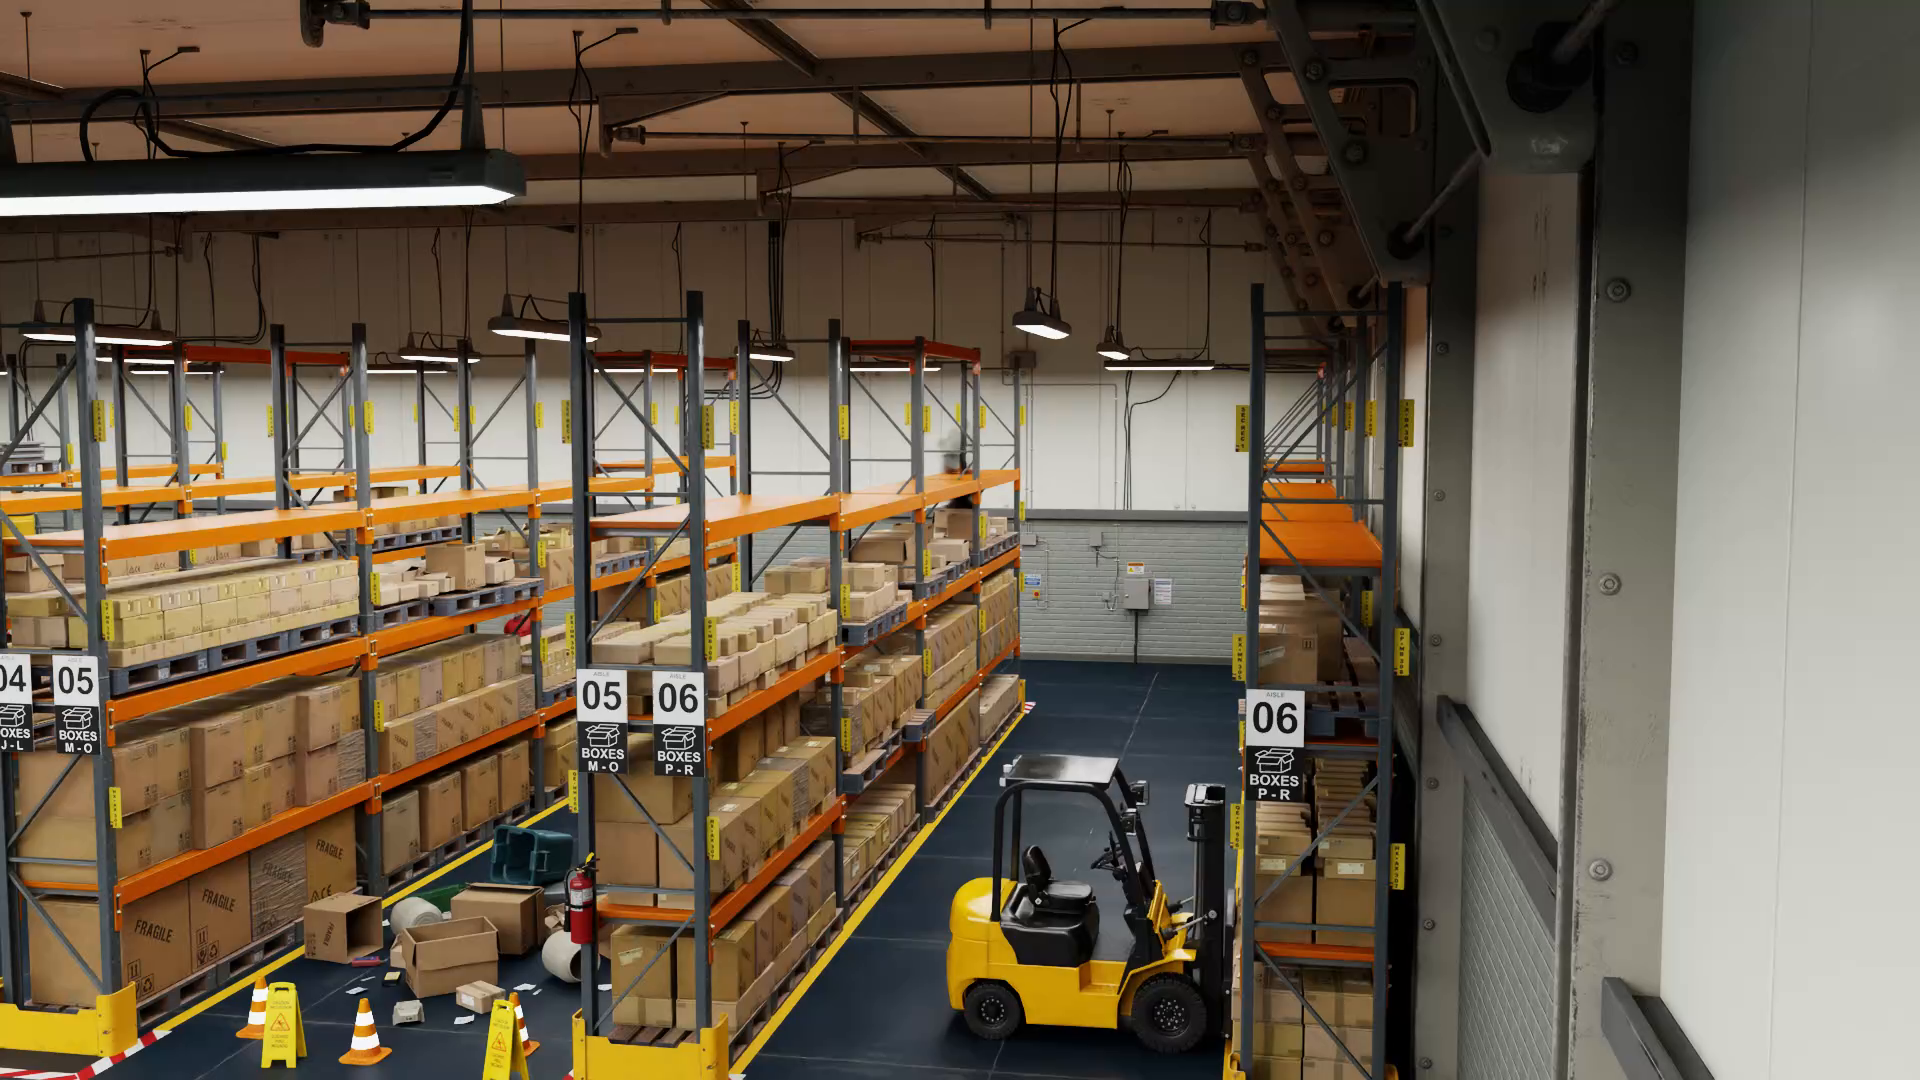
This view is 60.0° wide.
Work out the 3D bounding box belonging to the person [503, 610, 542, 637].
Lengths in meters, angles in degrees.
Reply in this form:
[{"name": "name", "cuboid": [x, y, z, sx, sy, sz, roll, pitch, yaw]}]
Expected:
[{"name": "person", "cuboid": [-7.710, 1.978, 29.277, 0.719, 1.673, 0.821, 0, 5, -2]}]
